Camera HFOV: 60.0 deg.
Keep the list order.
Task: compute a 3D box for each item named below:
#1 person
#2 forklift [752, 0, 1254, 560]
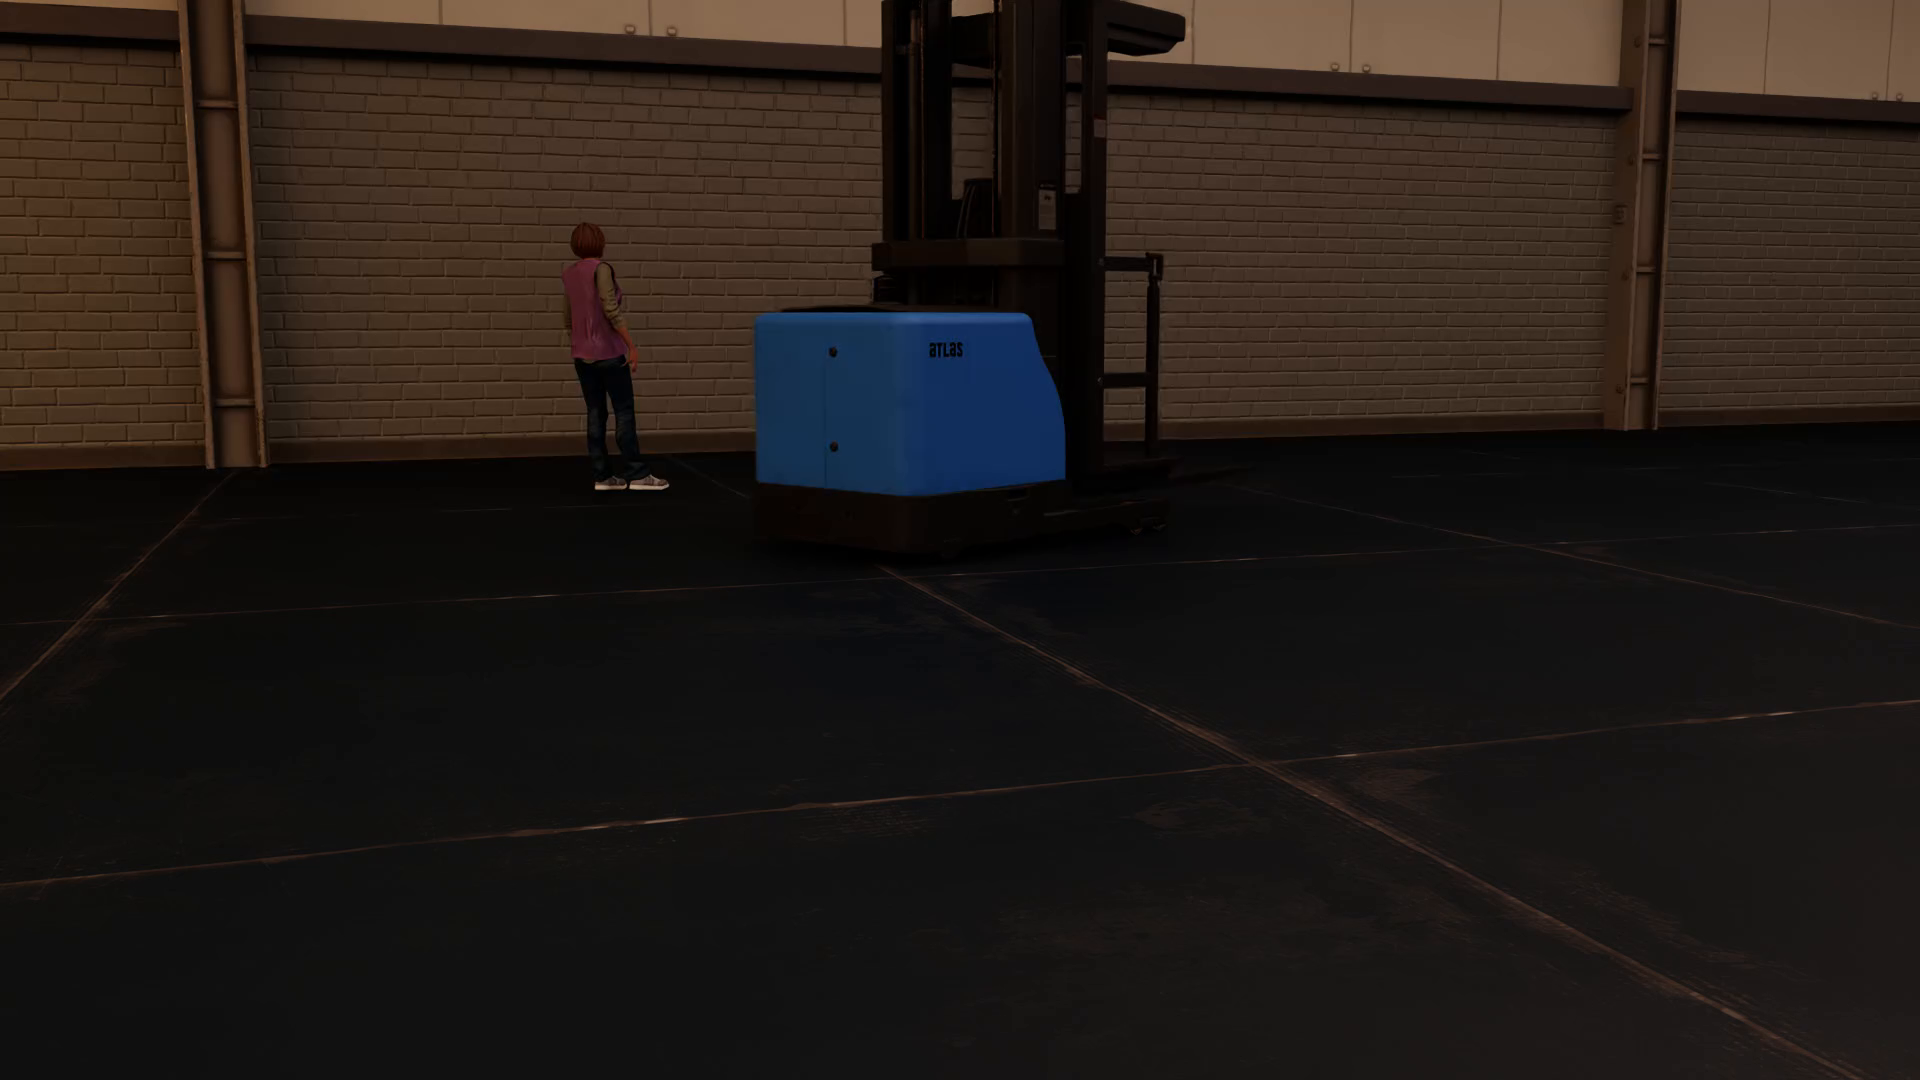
[{"bbox_3d":[-2.095,-1.091,9.975,0.517,1.598,0.476,5,9,35],"label":"person"},{"bbox_3d":[0.399,-1.518,8.212,1.130,2.935,3.031,7,10,41],"label":"forklift"}]
